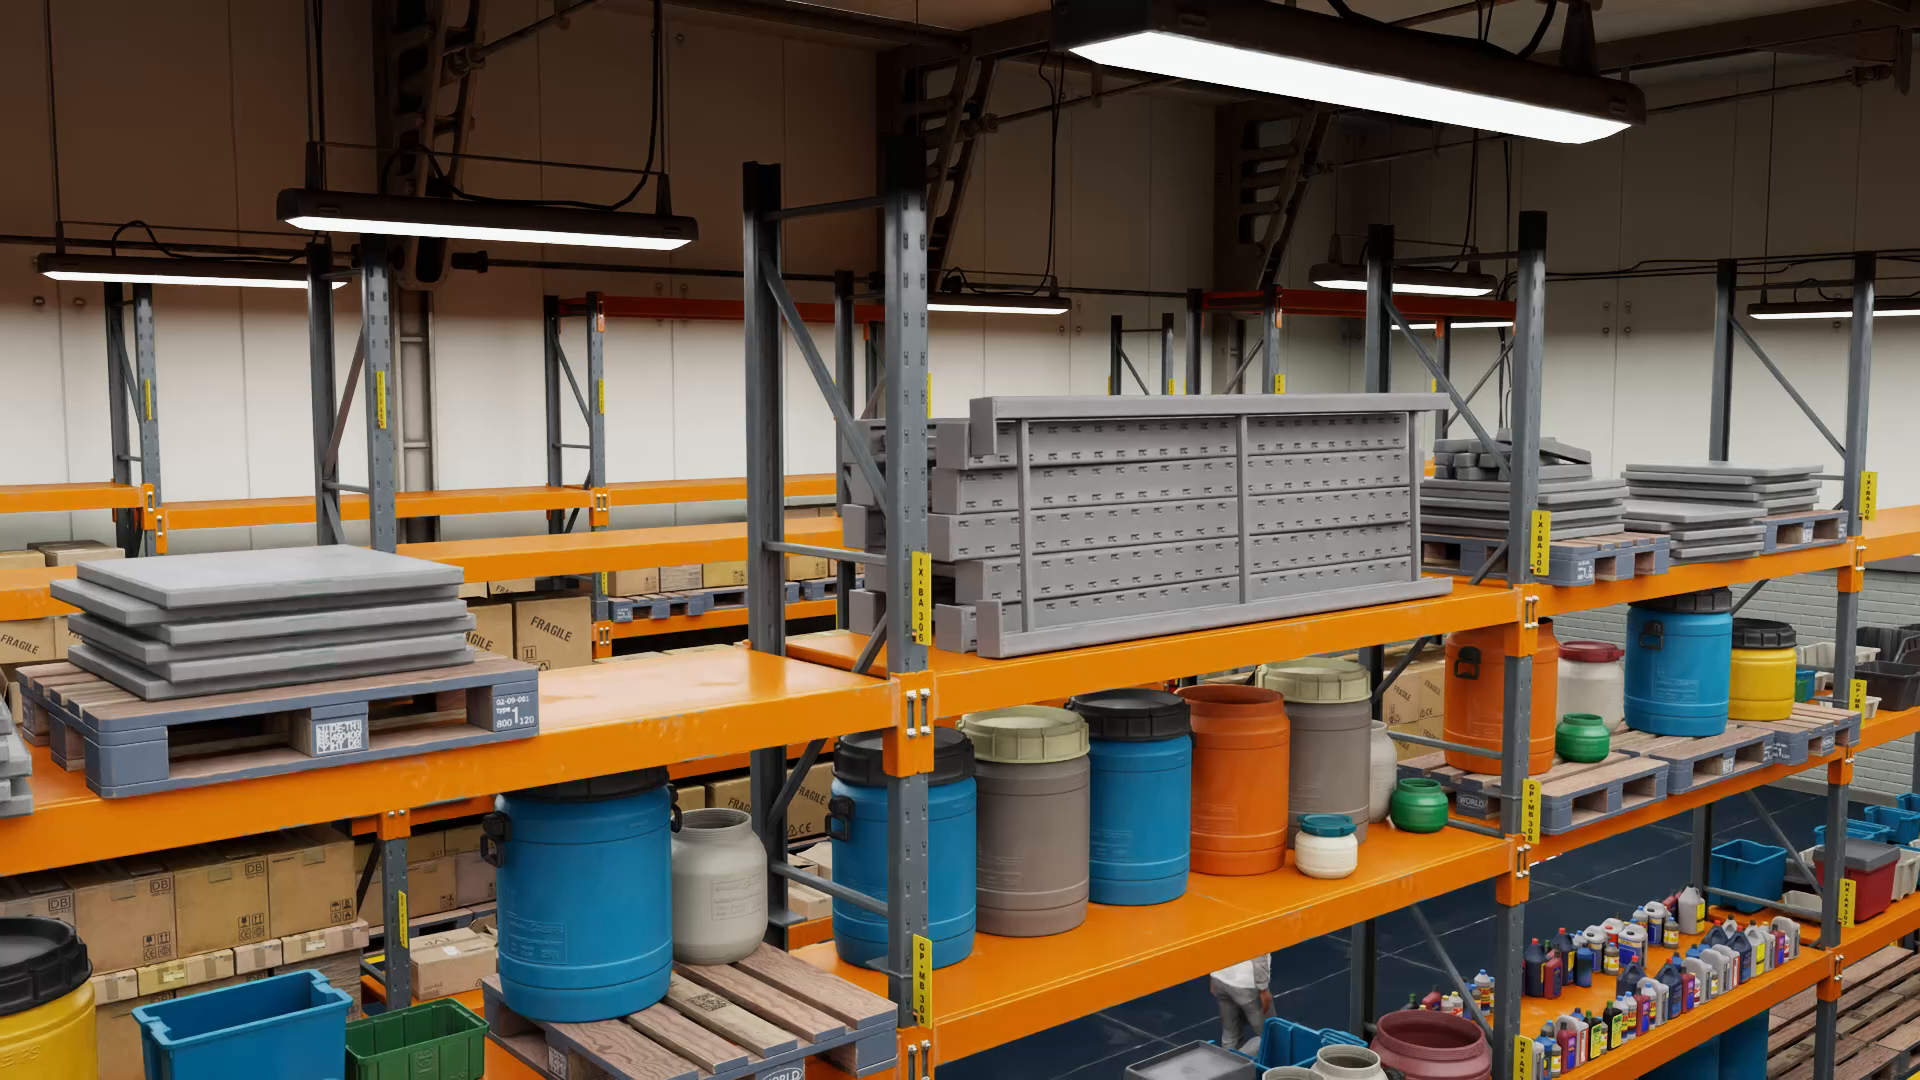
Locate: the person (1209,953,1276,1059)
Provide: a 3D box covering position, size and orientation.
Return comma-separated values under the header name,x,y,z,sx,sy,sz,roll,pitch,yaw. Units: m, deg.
name,x,y,z,sx,sy,sz,roll,pitch,yaw
person,1.966,3.149,11.842,0.506,1.773,0.568,-4,7,-35
